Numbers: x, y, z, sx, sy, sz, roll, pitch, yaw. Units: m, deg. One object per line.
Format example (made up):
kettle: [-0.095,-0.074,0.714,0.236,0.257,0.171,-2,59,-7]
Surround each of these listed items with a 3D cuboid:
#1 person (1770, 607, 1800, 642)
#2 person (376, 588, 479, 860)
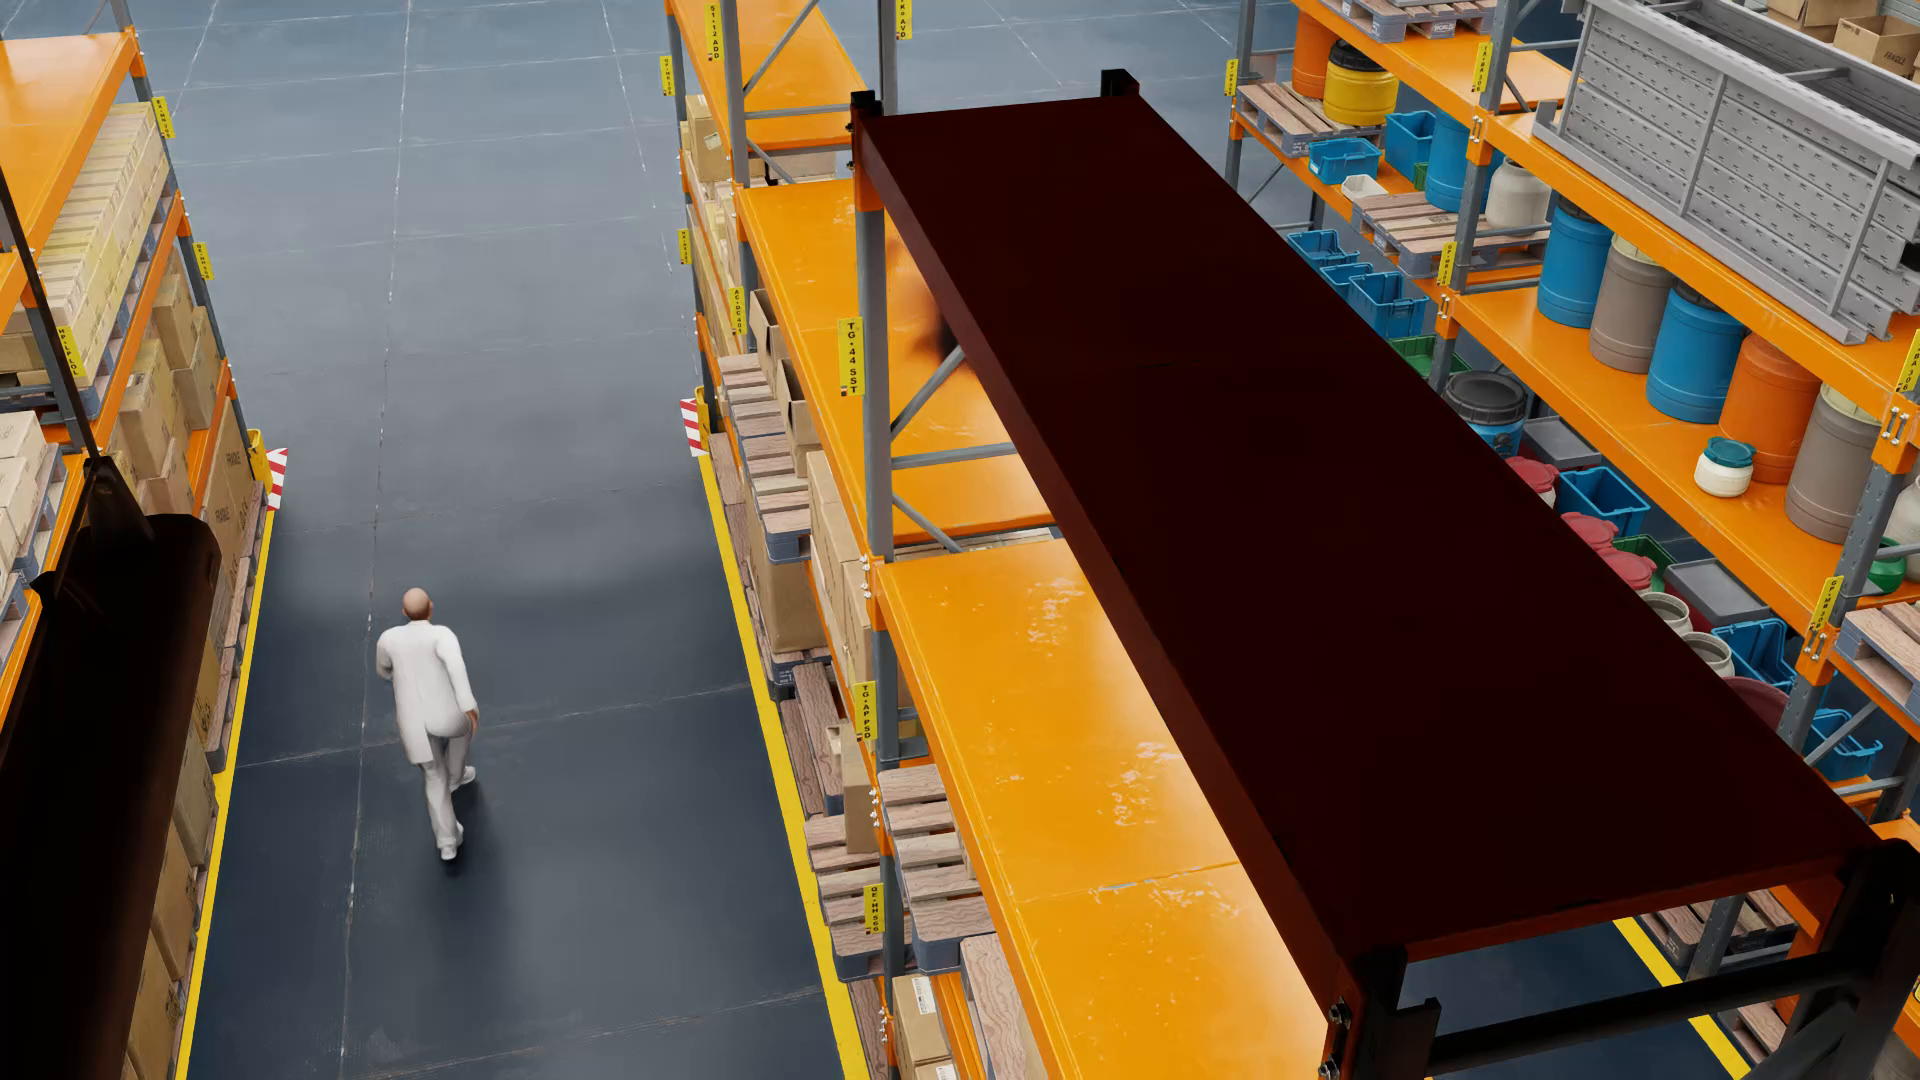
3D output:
person: [6.141,0.075,12.530,0.654,1.671,0.758,-17,38,-23]
person: [-3.467,1.179,10.910,0.703,1.609,1.192,-3,35,-4]
